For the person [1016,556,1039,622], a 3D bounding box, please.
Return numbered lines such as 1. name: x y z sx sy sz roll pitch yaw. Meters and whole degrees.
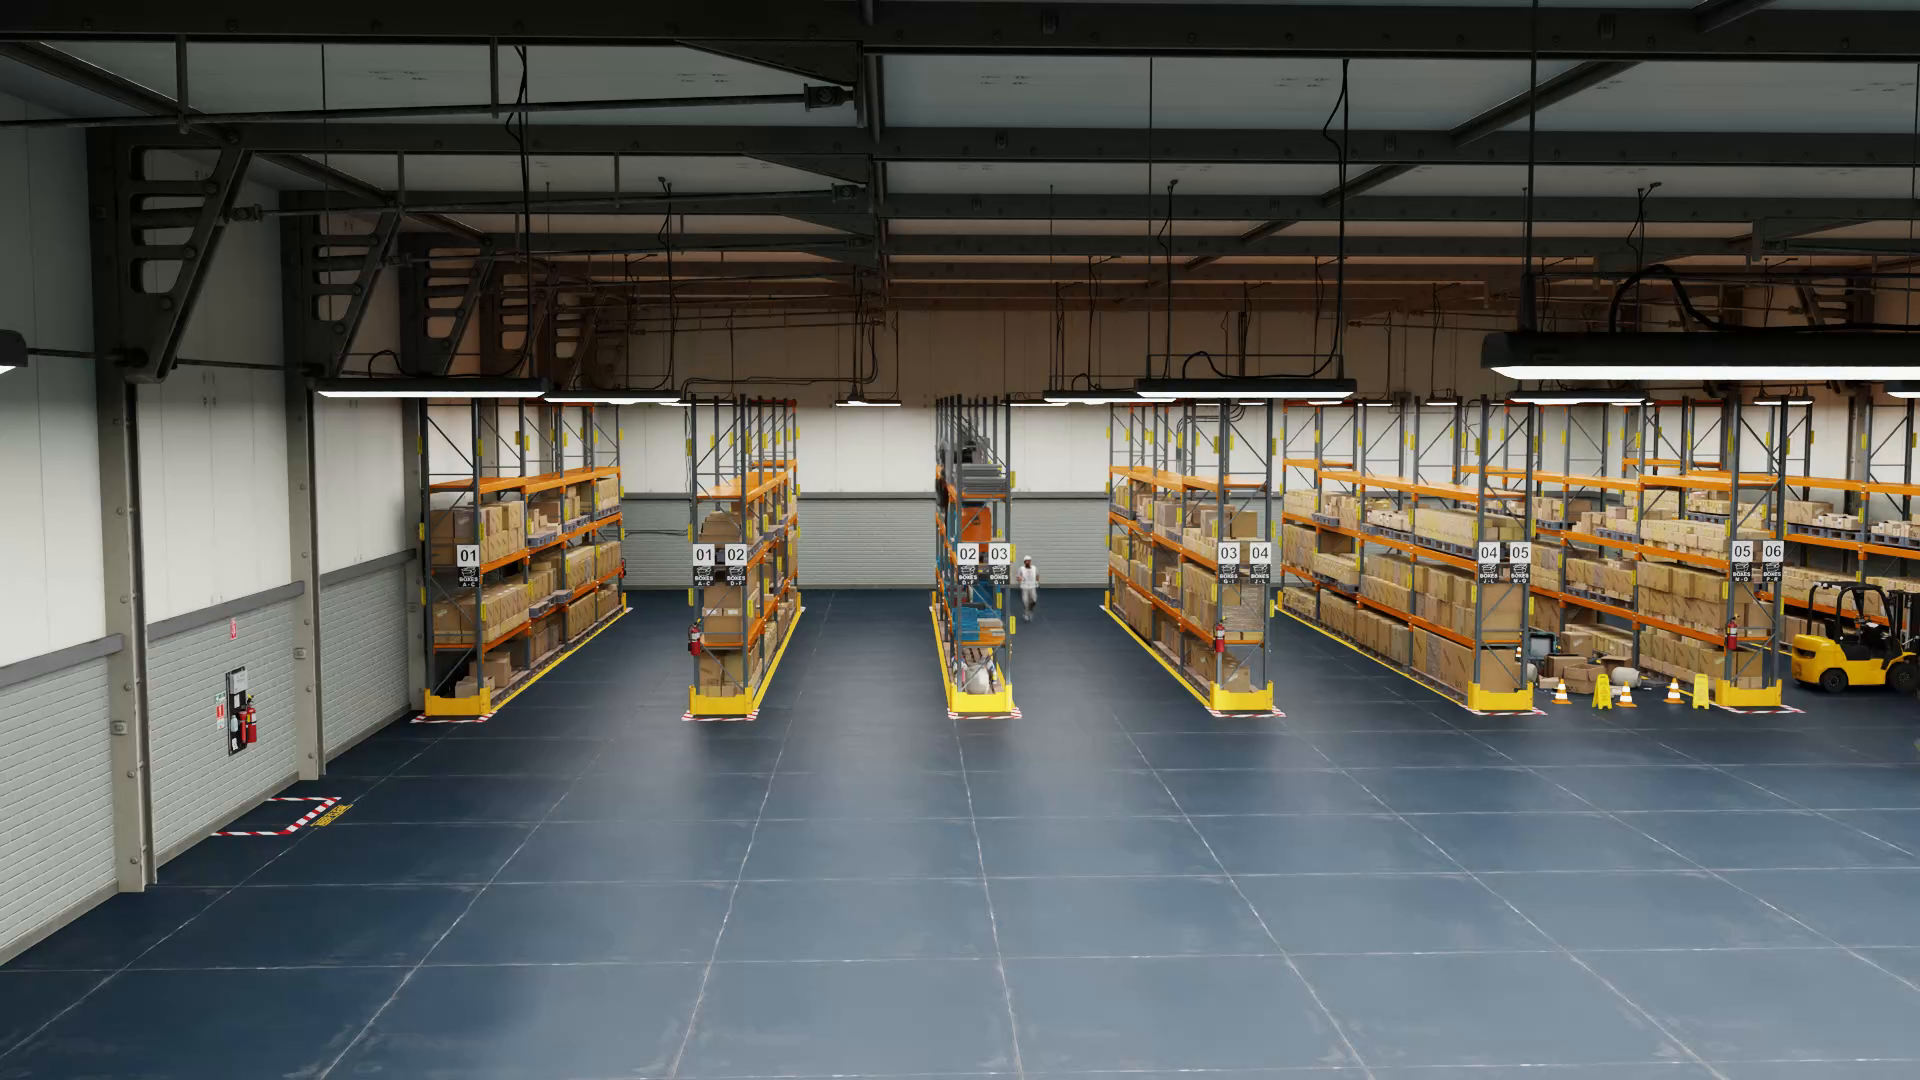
1. person: 1.856 1.320 44.743 0.660 1.776 0.637 -1 5 -8
